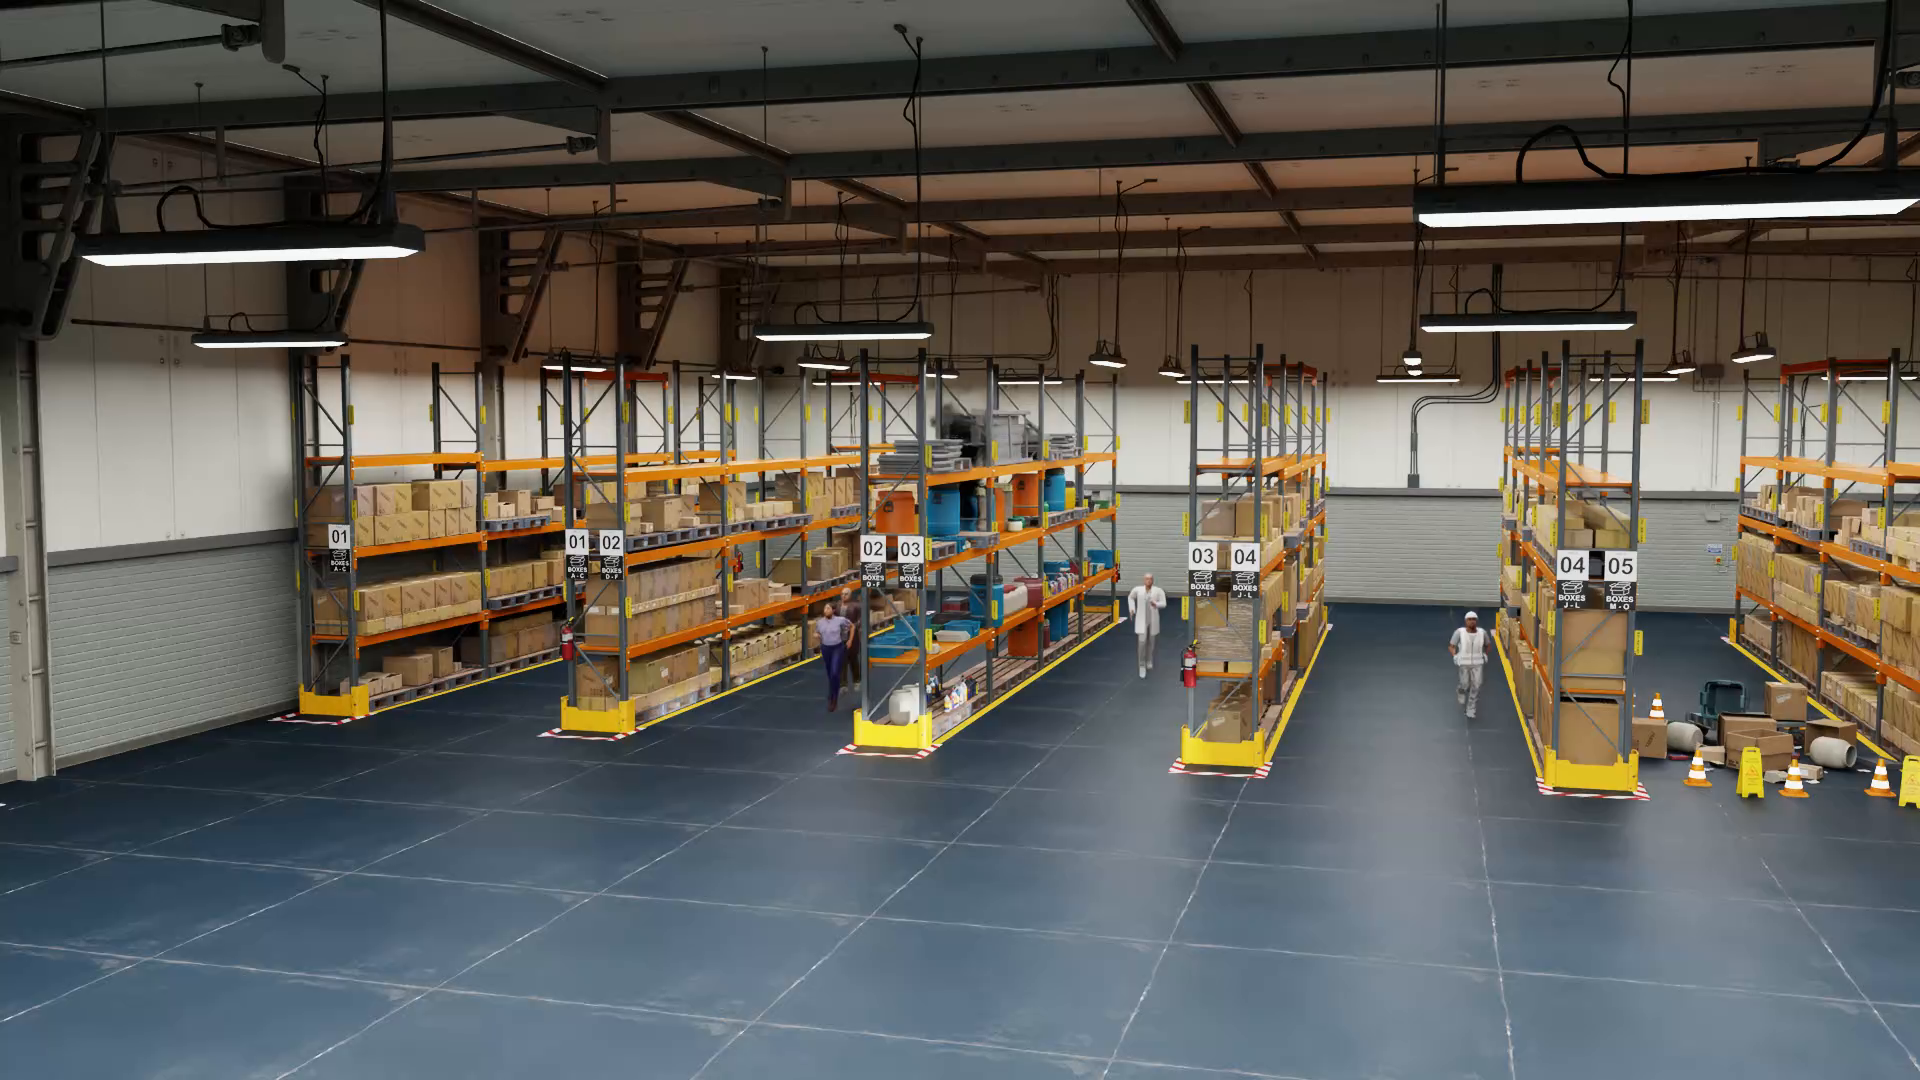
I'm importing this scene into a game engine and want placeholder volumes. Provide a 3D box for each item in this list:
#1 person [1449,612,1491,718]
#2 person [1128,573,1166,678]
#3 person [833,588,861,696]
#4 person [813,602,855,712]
[{"bbox_3d":[8.507,2.061,27.709,0.683,1.743,0.689,1,4,7],"label":"person"},{"bbox_3d":[3.443,1.548,30.541,0.672,1.891,0.819,0,4,1],"label":"person"},{"bbox_3d":[-1.912,1.716,28.288,0.716,1.823,0.868,1,5,18],"label":"person"},{"bbox_3d":[-2.072,1.893,27.158,0.608,1.763,0.827,2,5,20],"label":"person"}]
